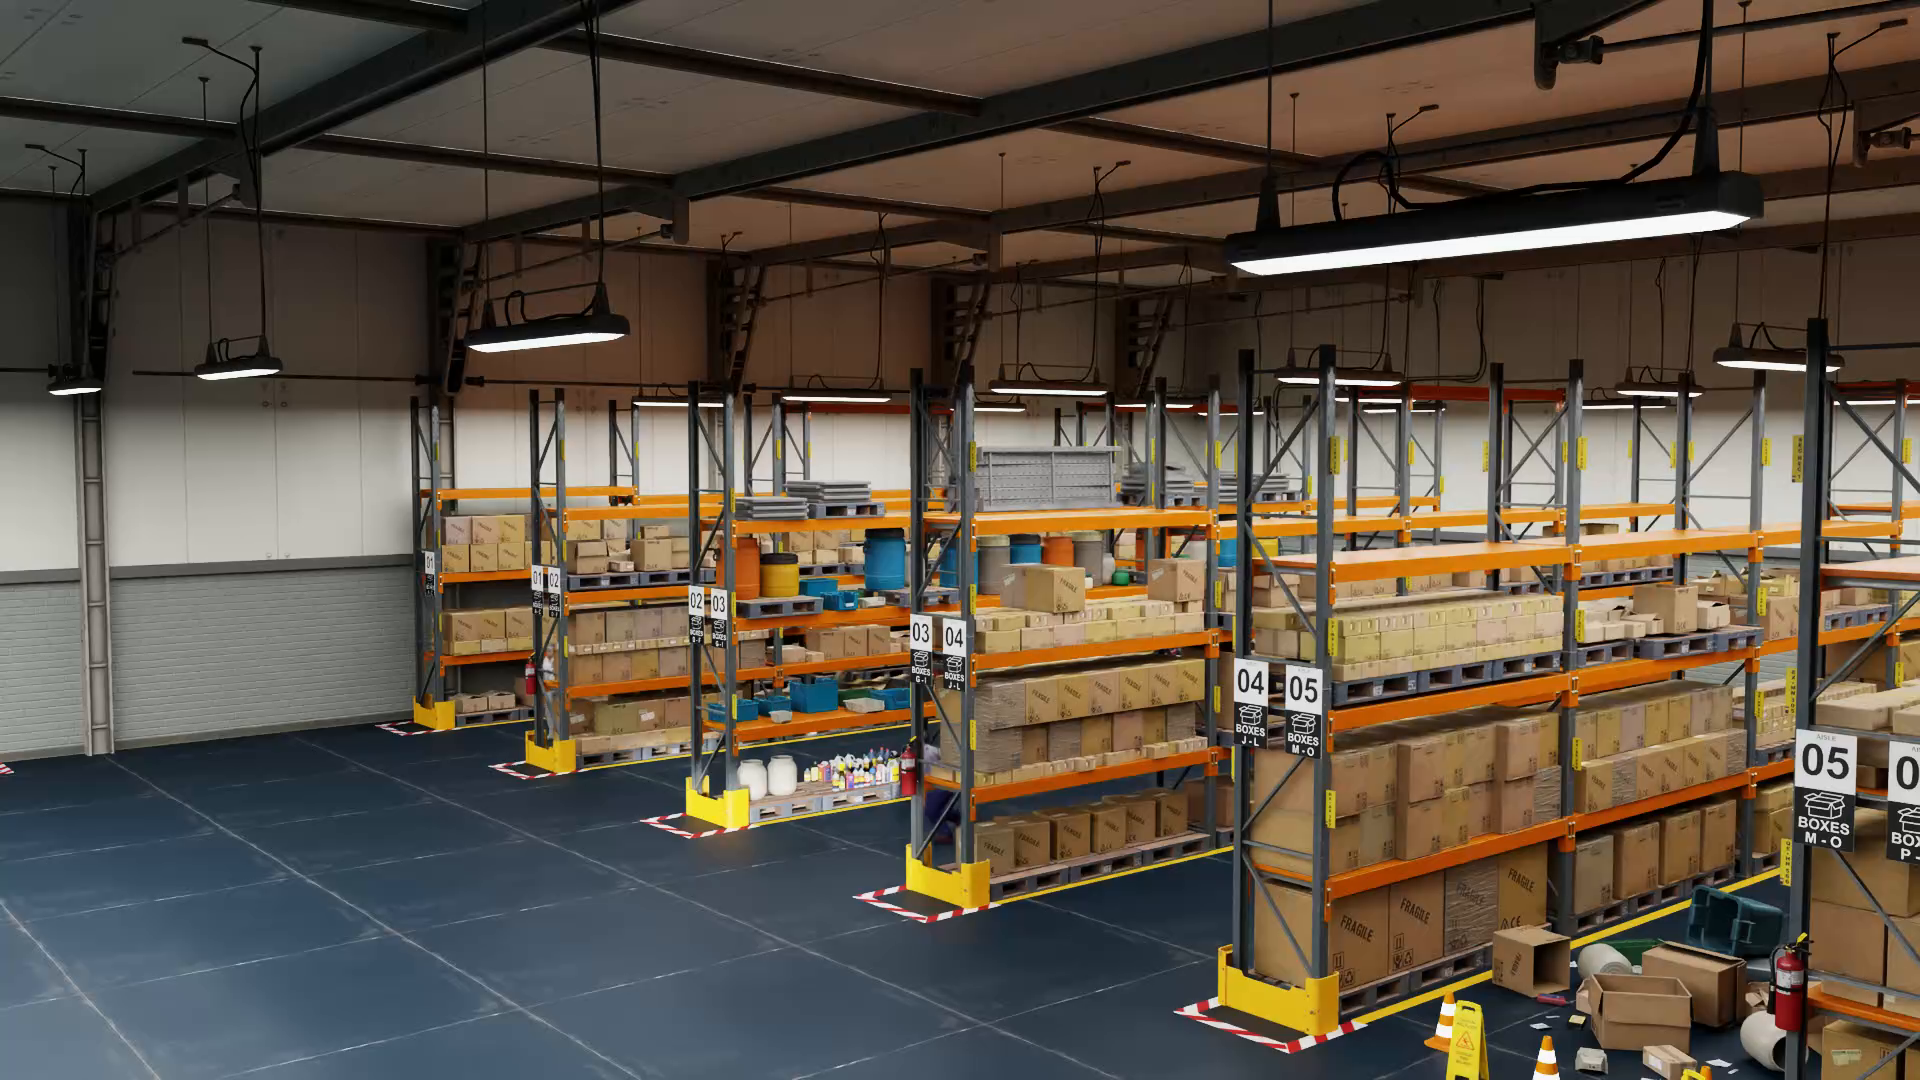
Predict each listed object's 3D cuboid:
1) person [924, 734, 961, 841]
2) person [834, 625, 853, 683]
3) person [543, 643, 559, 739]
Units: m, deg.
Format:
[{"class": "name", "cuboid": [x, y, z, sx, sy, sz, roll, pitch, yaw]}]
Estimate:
[{"class": "person", "cuboid": [-0.298, 3.179, 21.328, 0.769, 1.469, 0.625, -2, 4, -28]}, {"class": "person", "cuboid": [-2.293, 2.451, 32.149, 0.761, 1.662, 0.624, 0, 3, -5]}, {"class": "person", "cuboid": [-7.082, 2.601, 29.068, 0.613, 1.665, 0.831, 1, 4, 17]}]
